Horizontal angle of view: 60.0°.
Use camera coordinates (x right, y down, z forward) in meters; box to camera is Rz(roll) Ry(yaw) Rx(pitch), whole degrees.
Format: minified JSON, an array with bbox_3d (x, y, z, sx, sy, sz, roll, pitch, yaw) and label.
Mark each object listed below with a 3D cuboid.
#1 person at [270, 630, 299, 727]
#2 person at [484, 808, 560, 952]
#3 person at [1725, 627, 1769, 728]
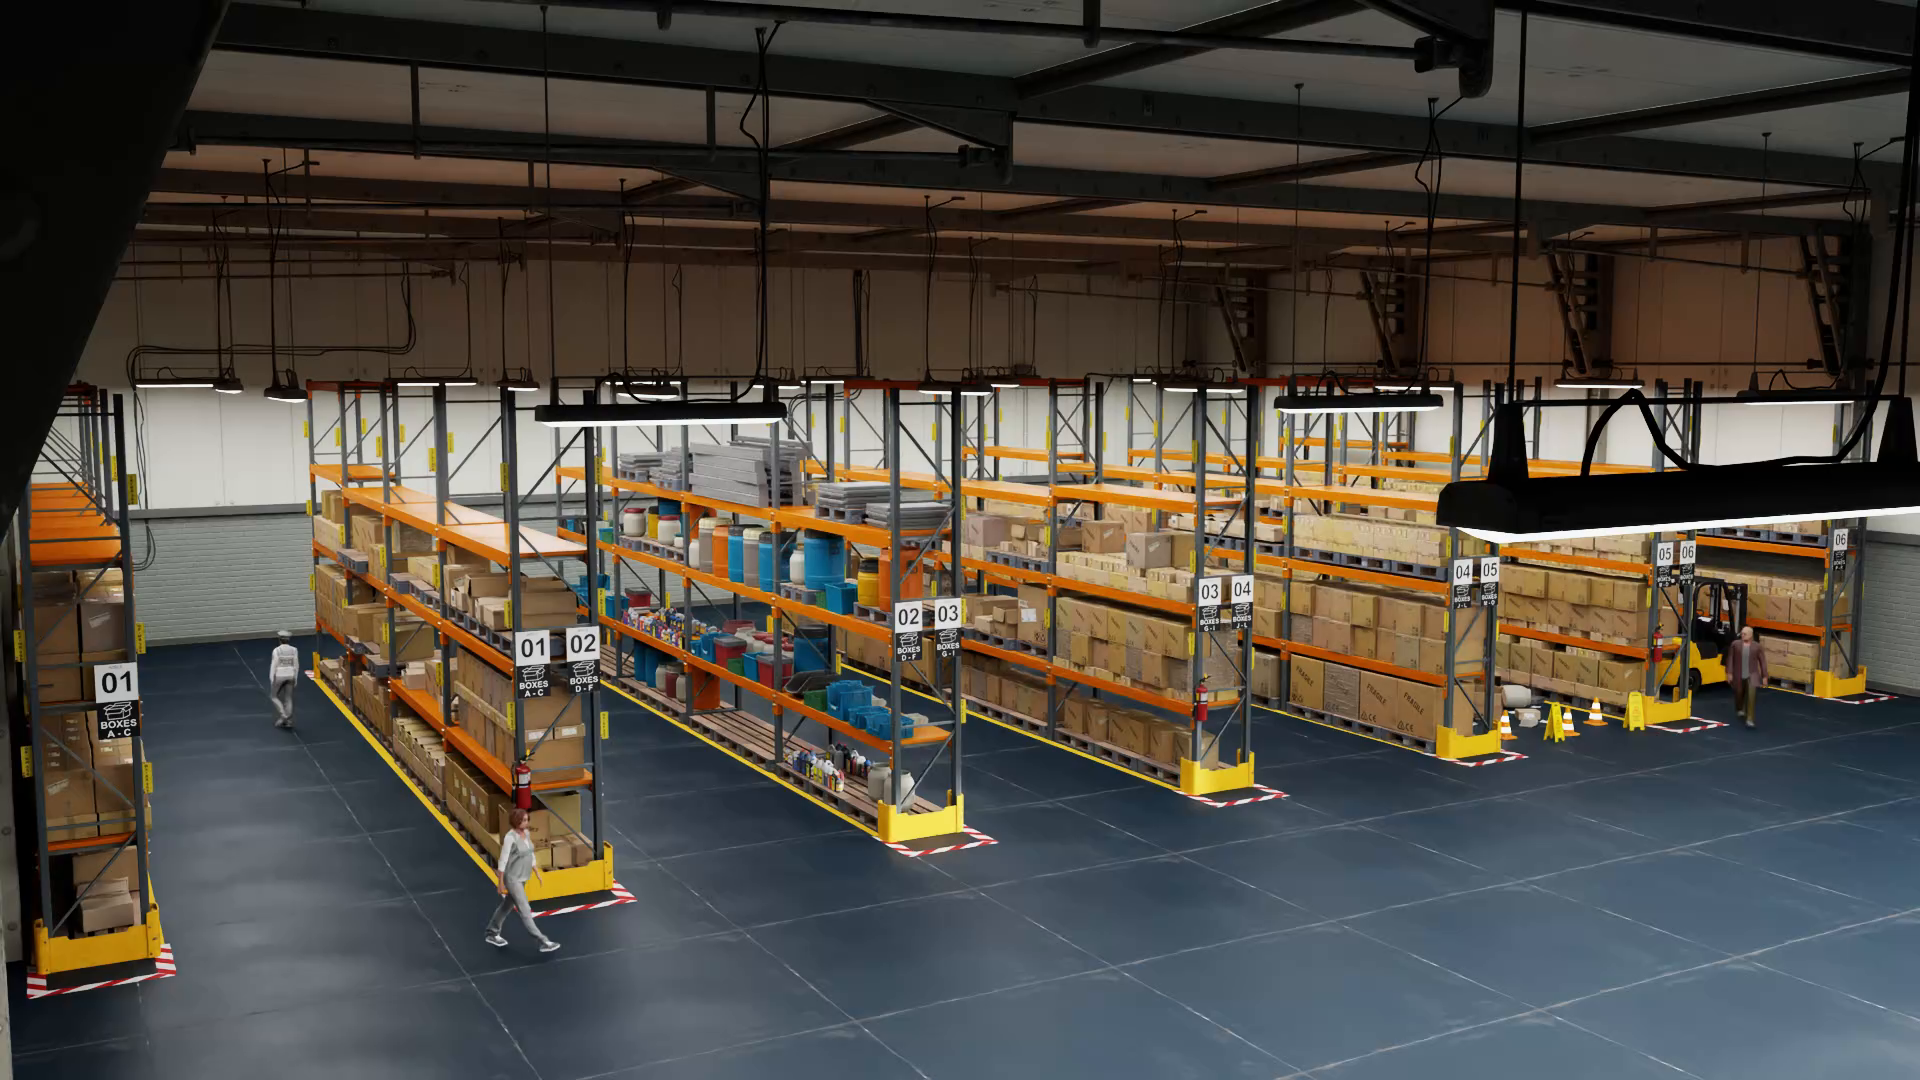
[{"bbox_3d":[-11.732,2.421,28.903,0.520,1.673,0.423,-6,8,-43],"label":"person"},{"bbox_3d":[-4.692,3.644,17.866,0.975,1.540,0.455,1,6,10],"label":"person"},{"bbox_3d":[13.806,2.370,29.167,0.698,1.729,1.119,3,7,24],"label":"person"}]
